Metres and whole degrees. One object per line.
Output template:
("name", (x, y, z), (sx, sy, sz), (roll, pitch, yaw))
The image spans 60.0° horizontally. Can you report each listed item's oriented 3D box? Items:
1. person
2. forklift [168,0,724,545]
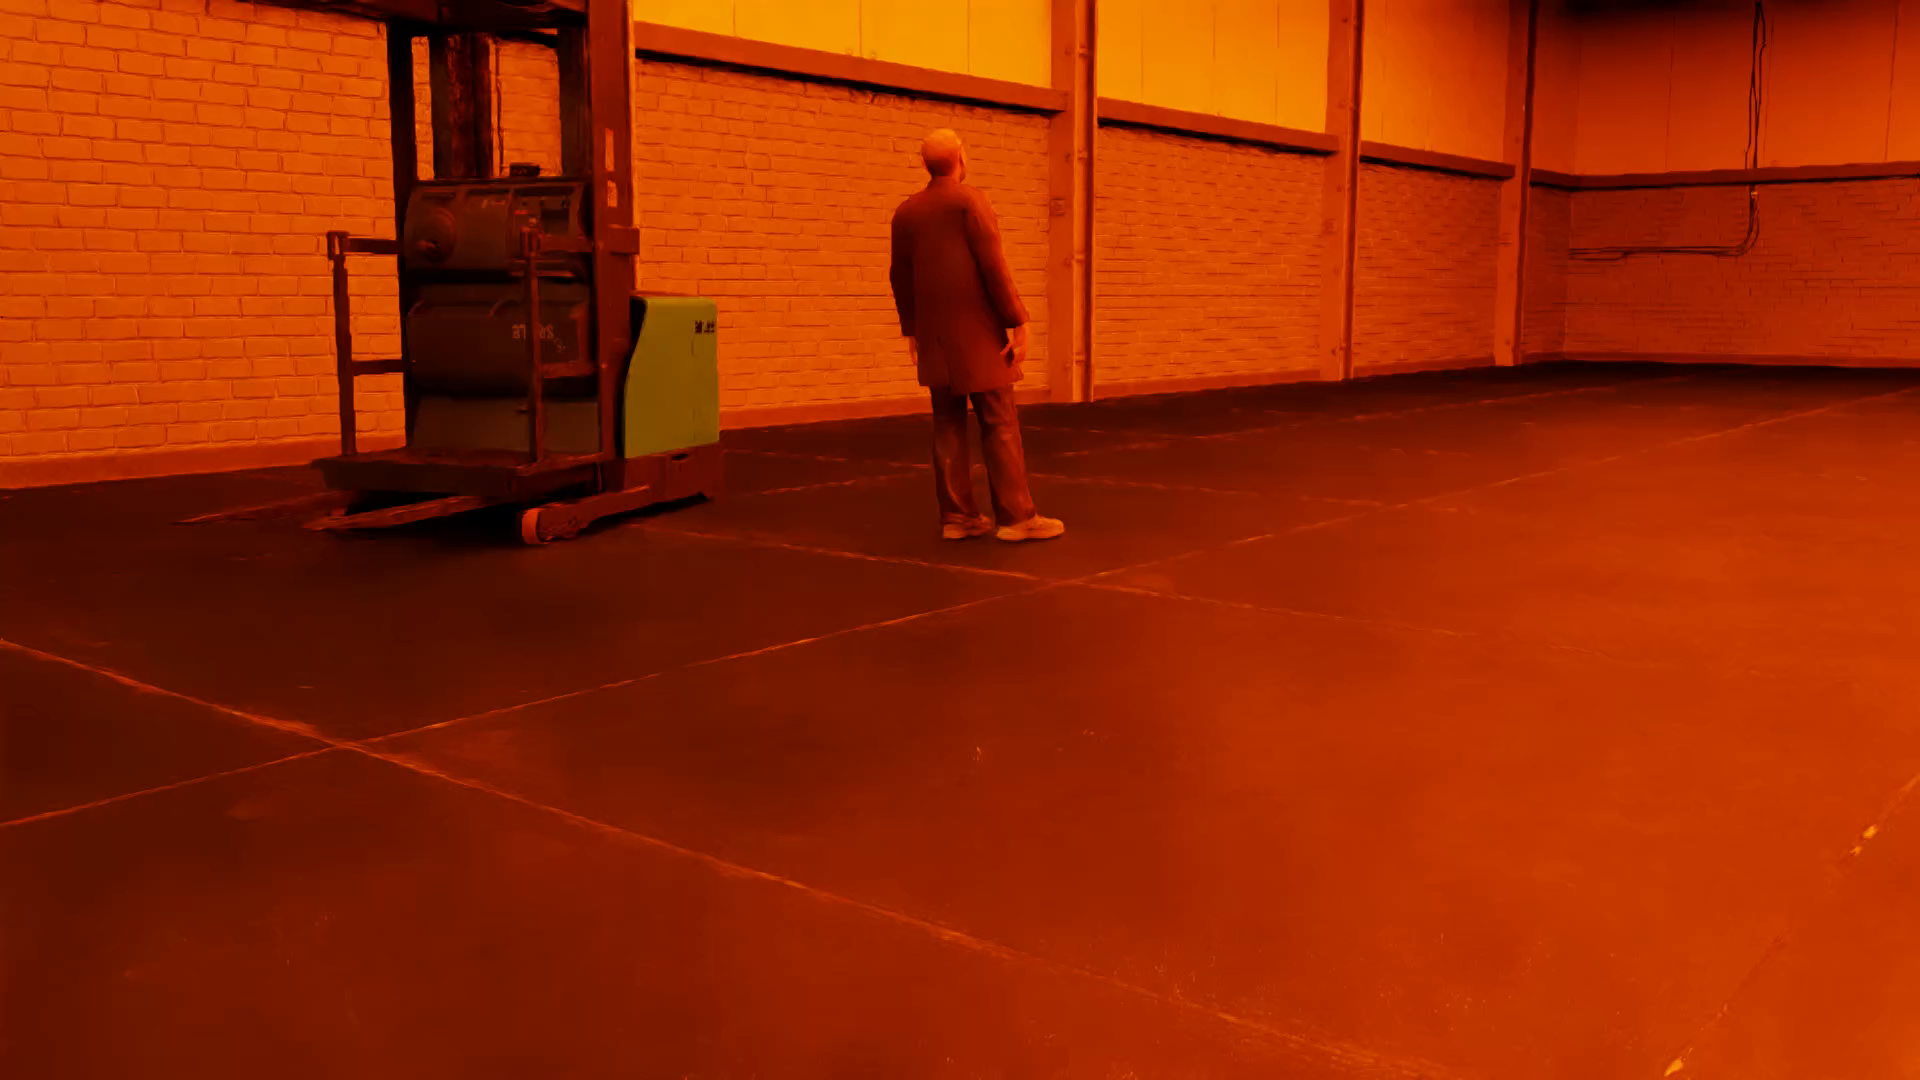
("person", (0.061, -0.896, 7.343), (0.694, 1.776, 0.580), (7, 11, 38))
("forklift", (-2.220, -1.493, 7.483), (1.130, 2.935, 3.031), (3, 9, 19))
